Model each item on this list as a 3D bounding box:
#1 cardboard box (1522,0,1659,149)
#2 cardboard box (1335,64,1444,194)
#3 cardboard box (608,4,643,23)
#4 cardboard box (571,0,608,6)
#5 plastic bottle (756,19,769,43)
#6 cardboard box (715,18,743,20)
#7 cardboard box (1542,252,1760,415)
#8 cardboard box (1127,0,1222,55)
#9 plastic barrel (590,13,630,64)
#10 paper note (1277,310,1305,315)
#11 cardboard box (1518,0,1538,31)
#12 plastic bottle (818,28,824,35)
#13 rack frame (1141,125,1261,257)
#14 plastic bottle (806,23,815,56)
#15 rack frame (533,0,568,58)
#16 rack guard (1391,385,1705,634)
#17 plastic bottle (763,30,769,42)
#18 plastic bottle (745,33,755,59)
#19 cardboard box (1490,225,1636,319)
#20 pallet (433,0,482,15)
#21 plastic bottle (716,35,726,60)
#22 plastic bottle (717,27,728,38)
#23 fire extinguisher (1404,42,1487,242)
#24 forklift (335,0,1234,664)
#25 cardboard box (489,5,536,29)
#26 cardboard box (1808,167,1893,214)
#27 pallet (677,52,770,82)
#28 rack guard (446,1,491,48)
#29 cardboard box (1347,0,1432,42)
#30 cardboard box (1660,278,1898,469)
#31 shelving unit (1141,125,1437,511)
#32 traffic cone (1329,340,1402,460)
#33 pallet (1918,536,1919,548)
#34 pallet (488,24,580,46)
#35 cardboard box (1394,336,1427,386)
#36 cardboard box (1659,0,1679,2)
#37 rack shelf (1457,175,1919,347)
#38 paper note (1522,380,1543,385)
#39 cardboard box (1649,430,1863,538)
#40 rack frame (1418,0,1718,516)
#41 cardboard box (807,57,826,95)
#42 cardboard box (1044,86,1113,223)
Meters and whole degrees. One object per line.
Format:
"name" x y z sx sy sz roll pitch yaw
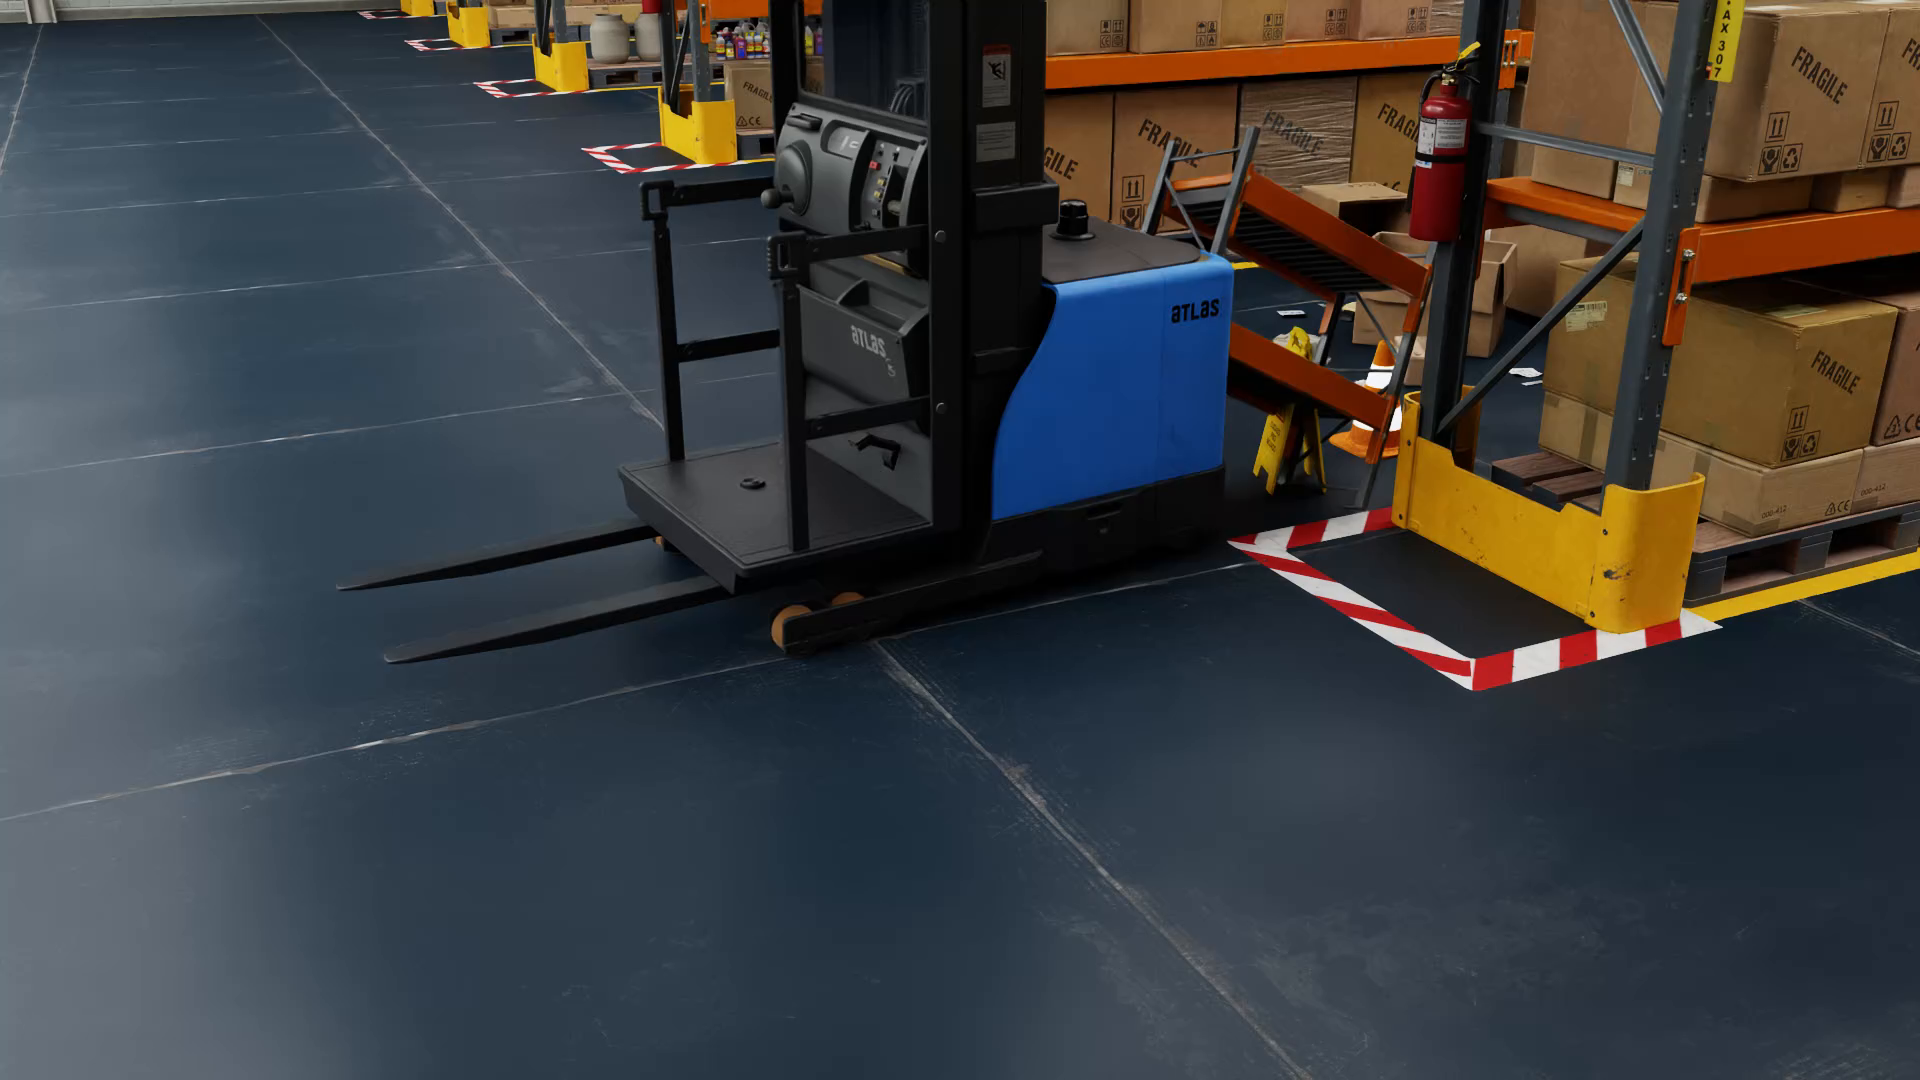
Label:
"cardboard box" 2.354 -1.653 5.802 0.500 0.500 0.500 -11 25 -25
"cardboard box" 2.754 -2.769 11.247 0.875 0.875 0.875 -10 25 -23
"cardboard box" -4.674 -7.298 23.006 0.500 0.250 0.500 -10 25 -24
"cardboard box" -5.132 -7.568 22.675 0.500 0.500 0.500 -10 25 -24
"plastic bottle" -2.318 -5.957 19.607 0.185 0.351 0.144 -11 25 -24
"cardboard box" -3.325 -7.549 23.611 0.500 0.250 0.500 -10 25 -24
"cardboard box" 2.593 -0.777 6.271 0.500 0.500 0.500 -10 25 -23
"cardboard box" 1.107 -3.268 10.028 0.550 0.550 0.875 -10 25 -24
"plastic barrel" -3.902 -5.587 18.528 0.421 0.512 0.421 0 22 0
"paper note" 1.858 -1.269 9.278 0.142 0.017 0.144 -2 23 -5
"cardboard box" 3.941 -3.678 11.082 0.500 0.500 0.500 -10 25 -23
"plastic bottle" -1.572 -5.824 19.383 0.135 0.276 0.152 -10 25 -24
"rack frame" 0.775 -0.968 6.134 0.032 1.125 0.500 20 -5 -31
"plastic bottle" -1.776 -5.758 19.126 0.185 0.351 0.144 -11 25 -24
"rack frame" -4.462 -6.407 17.805 0.127 3.000 1.000 -10 25 -24
"rack guard" 2.053 -0.142 5.940 0.348 0.500 1.175 -10 25 -24
"plastic bottle" -2.231 -5.875 19.508 0.135 0.276 0.152 -10 25 -24
"plastic bottle" -2.384 -5.599 18.847 0.097 0.271 0.097 0 22 0
"cardboard box" 3.308 -1.516 9.076 0.503 0.637 0.797 -10 25 -24
"pallet" -7.942 -8.668 26.913 1.213 0.211 1.003 -10 25 -24
"plastic bottle" -2.693 -5.543 18.710 0.097 0.271 0.097 0 22 0
"plastic bottle" -2.758 -5.839 19.421 0.135 0.276 0.152 -10 25 -23
"fire extinguisher" 1.682 -1.388 5.784 0.183 0.674 0.296 -10 25 -24
"forklift" -0.543 -1.207 5.333 3.031 2.935 1.130 -13 26 -29
"cardboard box" -6.027 -7.050 22.406 0.500 0.250 0.500 -10 25 -24
"cardboard box" 2.876 -1.216 5.595 0.250 0.149 0.380 -11 25 -25
"pallet" -2.581 -5.481 19.214 1.213 0.211 1.003 -10 25 -24
"rack guard" -6.628 -6.955 22.399 0.348 0.500 1.175 -10 25 -24
"cardboard box" 2.538 -3.542 10.689 0.550 0.550 0.875 -10 25 -24
"cardboard box" 2.853 -0.597 5.836 0.500 0.500 0.500 -11 25 -25
"shelving unit" 1.183 -0.822 6.399 1.048 1.125 0.538 20 -5 -31
"traffic cone" 1.813 -0.628 7.162 0.334 0.463 0.336 -10 25 -24
"pallet" 3.898 -0.332 6.776 1.213 0.211 1.003 -10 25 -24
"pallet" -5.936 -6.967 22.805 1.213 0.211 1.003 -10 25 -24
"cardboard box" 2.289 -0.881 8.183 0.250 0.149 0.380 2 23 4
"cardboard box" 2.350 -2.090 5.550 0.500 0.500 0.700 -11 25 -25
"rack shelf" 3.787 -1.284 6.370 4.000 0.370 1.077 -10 25 -24
"paper note" 2.788 -0.764 8.083 0.123 0.001 0.032 -10 25 -24
"cardboard box" 2.831 -0.246 5.970 0.500 0.250 0.500 -11 25 -24
"rack frame" 1.985 -1.284 5.431 0.127 3.000 1.000 -10 25 -24
"cardboard box" -1.220 -3.947 14.584 0.500 0.500 0.500 -4 23 -10
"cardboard box" 0.329 -2.321 10.164 0.875 0.875 0.875 -10 25 -23
